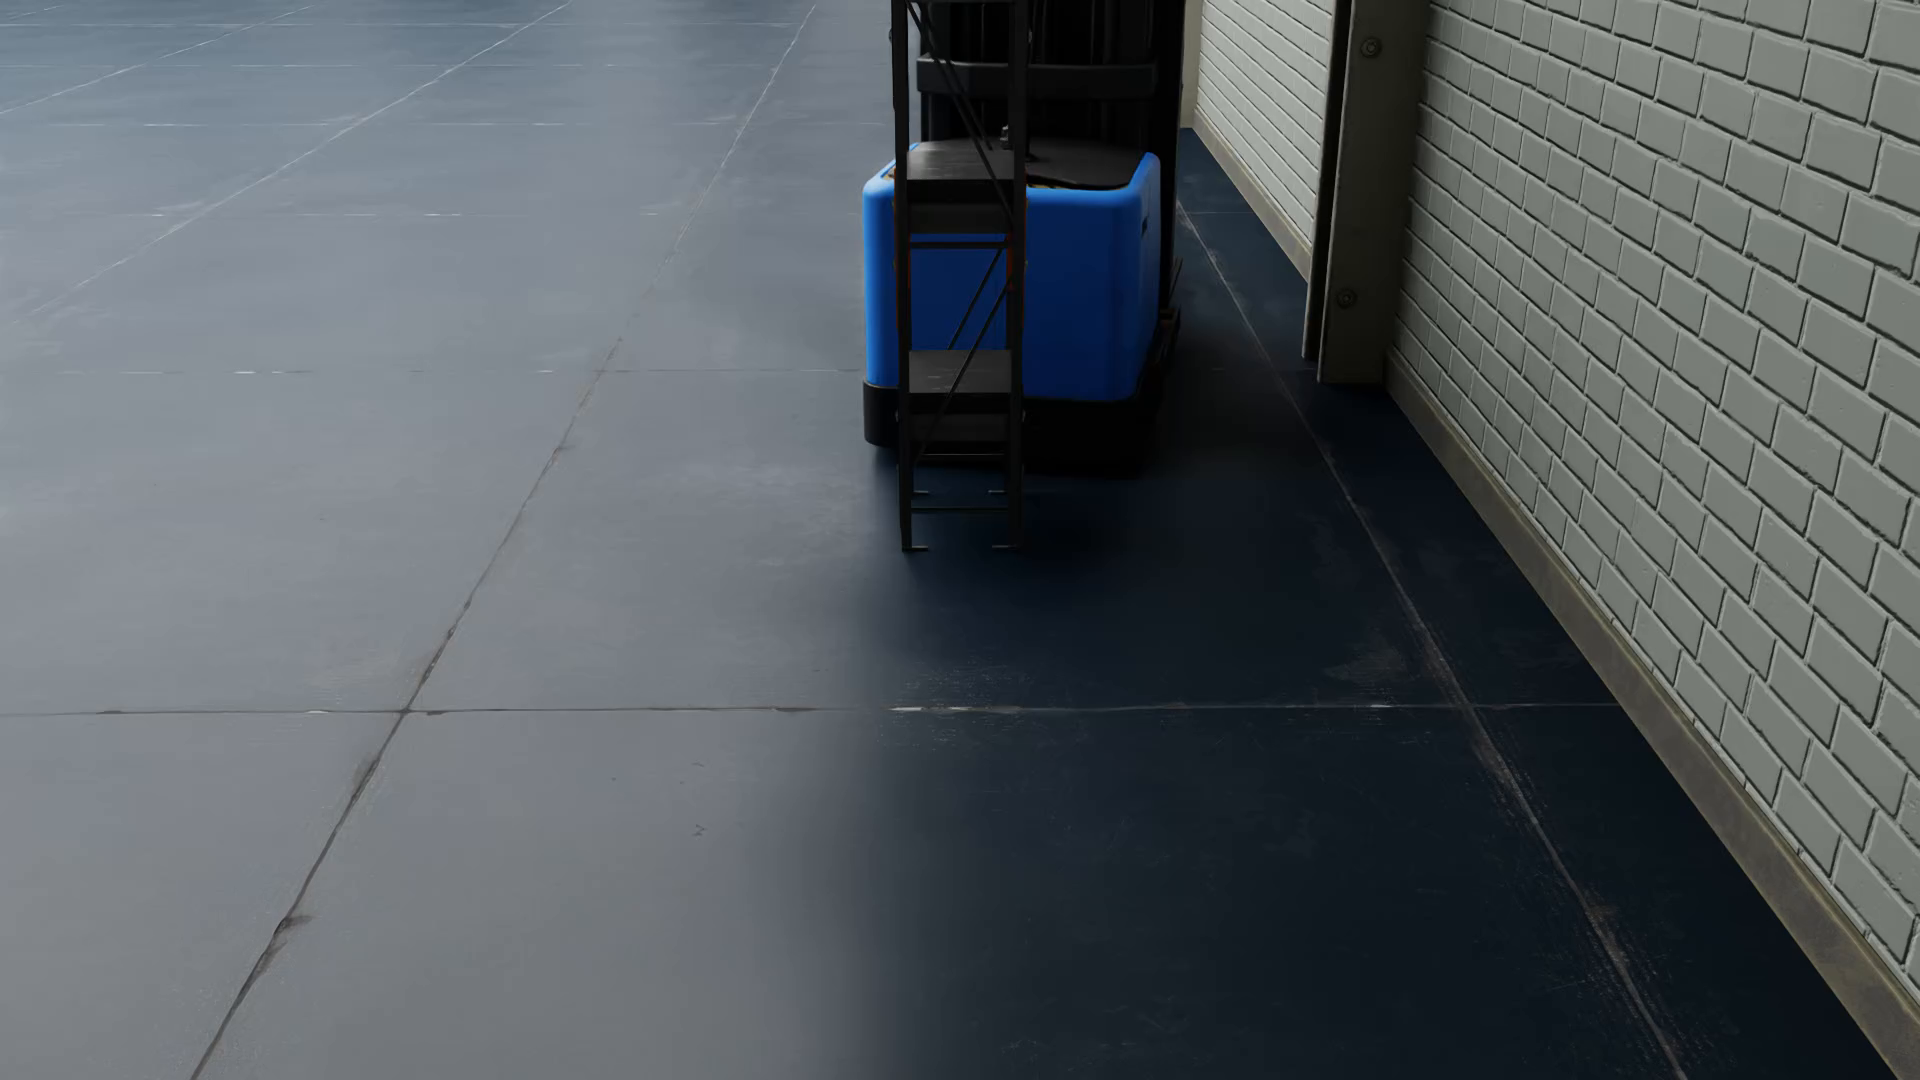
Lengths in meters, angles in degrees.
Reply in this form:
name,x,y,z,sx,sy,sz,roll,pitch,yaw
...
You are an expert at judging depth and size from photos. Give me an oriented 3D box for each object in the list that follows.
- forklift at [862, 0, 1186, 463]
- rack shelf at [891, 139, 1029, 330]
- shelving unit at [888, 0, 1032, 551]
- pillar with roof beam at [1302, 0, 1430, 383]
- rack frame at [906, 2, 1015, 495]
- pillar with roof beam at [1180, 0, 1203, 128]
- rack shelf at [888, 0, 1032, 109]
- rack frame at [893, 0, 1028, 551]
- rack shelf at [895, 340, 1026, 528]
name,x,y,z,sx,sy,sz,roll,pitch,yaw
forklift,0.425,-2.203,7.064,1.130,2.935,3.031,5,25,10
rack shelf,-0.002,-1.012,5.474,0.431,0.518,0.480,0,24,-1
shelving unit,-0.002,-1.025,5.468,0.431,2.100,0.503,0,24,-1
pillar with roof beam,-2.582,-4.849,5.552,9.100,9.000,0.400,0,24,-1
rack frame,-0.004,-1.125,5.690,0.400,2.100,0.015,0,24,-1
pillar with roof beam,-2.648,-7.322,11.019,9.100,9.000,0.400,0,24,-1
rack shelf,-0.002,-1.650,5.185,0.431,0.518,0.480,0,24,-1
rack frame,0.001,-0.924,5.246,0.400,2.100,0.015,0,24,-1
rack shelf,-0.002,-0.375,5.762,0.431,0.518,0.480,0,24,-1
